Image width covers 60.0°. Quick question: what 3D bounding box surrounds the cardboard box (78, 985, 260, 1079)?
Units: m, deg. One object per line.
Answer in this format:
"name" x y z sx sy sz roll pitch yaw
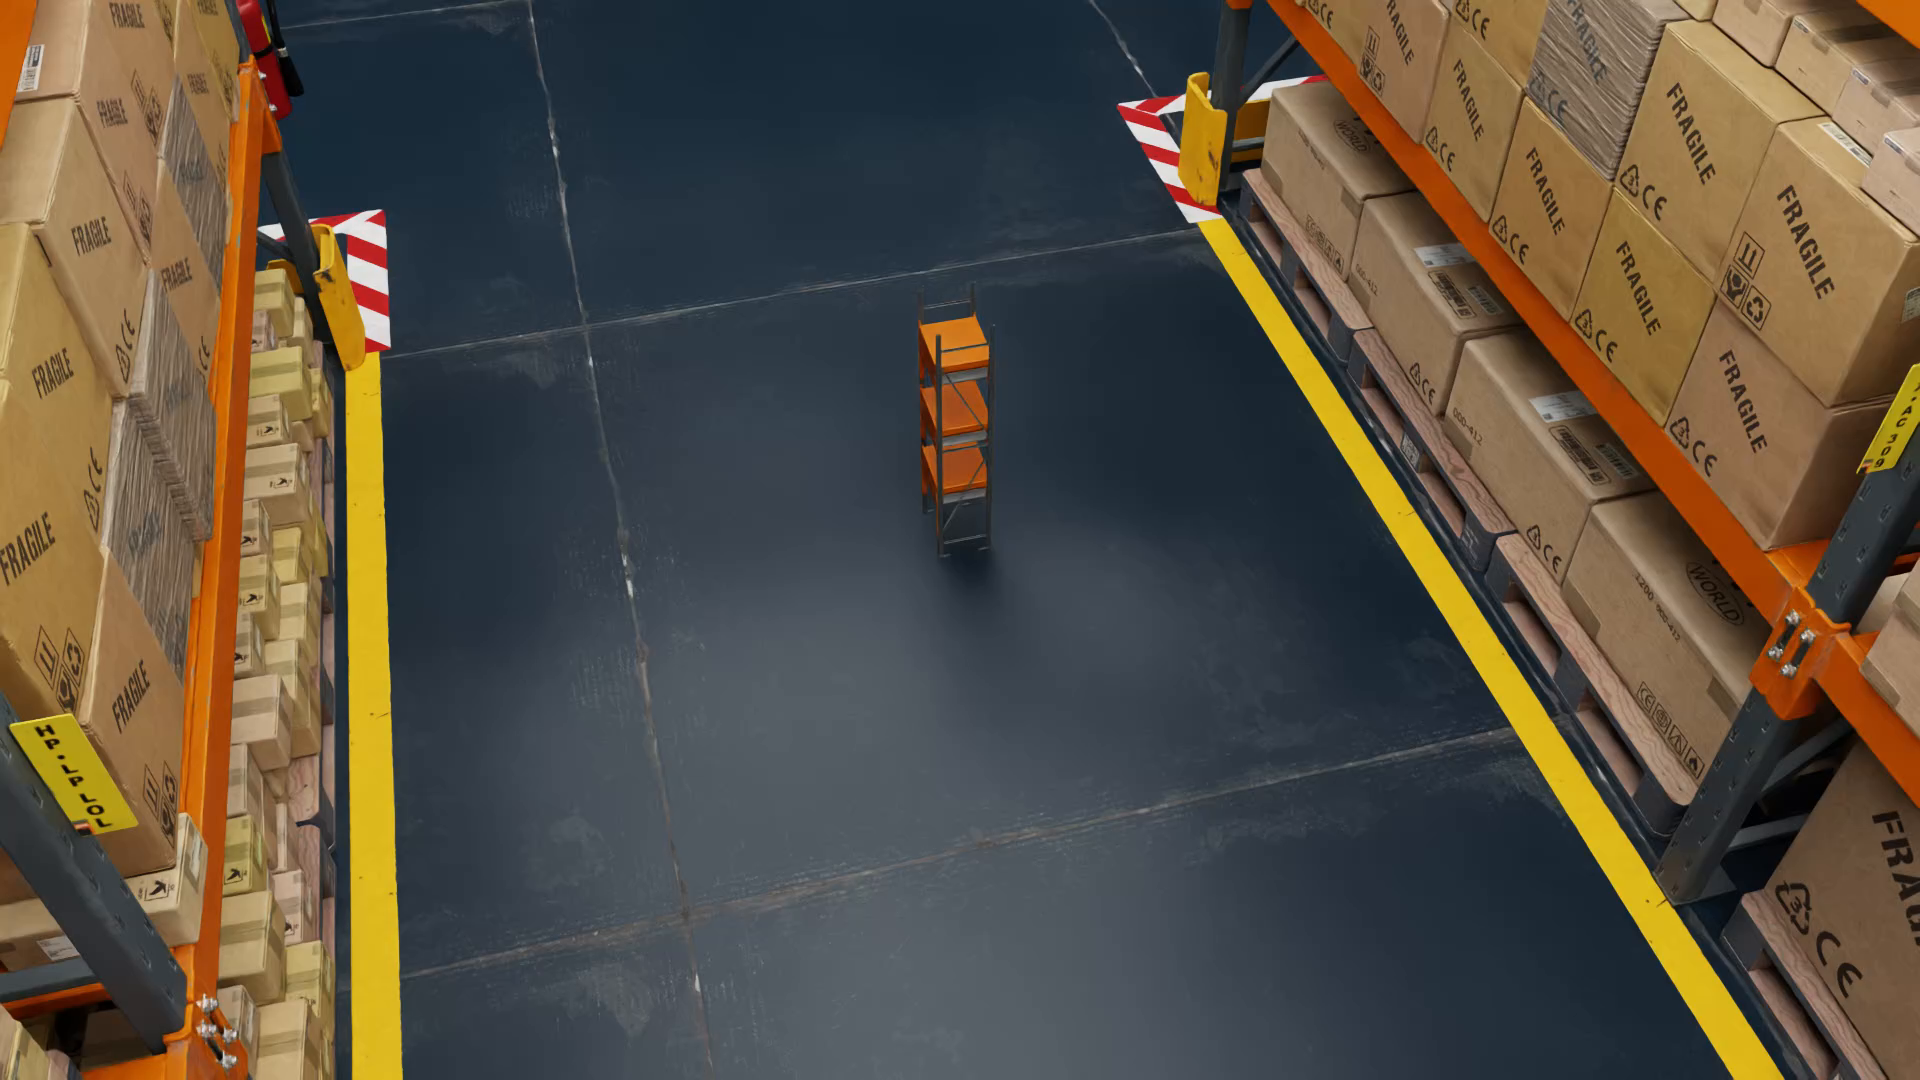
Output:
"cardboard box" -1.980 1.294 4.167 0.380 0.149 0.250 -9 46 -9

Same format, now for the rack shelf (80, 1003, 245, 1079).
"rack shelf" -1.580 2.560 2.145 1.077 0.370 4.000 -11 47 -10

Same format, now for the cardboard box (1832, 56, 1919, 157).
"cardboard box" 2.318 -1.016 3.921 0.380 0.149 0.250 -10 46 -9

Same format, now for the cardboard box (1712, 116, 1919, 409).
"cardboard box" 2.280 -0.708 4.073 0.500 0.500 0.500 -11 47 -11

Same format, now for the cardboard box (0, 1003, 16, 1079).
"cardboard box" -1.800 0.901 2.732 0.380 0.149 0.250 -9 46 -8

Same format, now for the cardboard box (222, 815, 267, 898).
"cardboard box" -2.105 0.928 4.526 0.380 0.149 0.250 -11 47 -11

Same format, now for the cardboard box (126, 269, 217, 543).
"cardboard box" -2.203 -0.295 4.160 0.500 0.500 0.500 -12 47 -11

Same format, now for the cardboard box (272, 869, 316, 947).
"cardboard box" -2.057 1.122 4.752 0.380 0.149 0.250 -11 47 -11

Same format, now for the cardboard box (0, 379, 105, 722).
"cardboard box" -1.972 0.082 3.091 0.500 0.500 0.500 -10 46 -9

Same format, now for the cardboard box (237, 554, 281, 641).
"cardboard box" -2.355 0.211 5.229 0.380 0.149 0.250 -10 47 -10

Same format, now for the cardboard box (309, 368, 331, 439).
"cardboard box" -2.616 -0.499 6.341 0.380 0.149 0.250 -9 46 -9

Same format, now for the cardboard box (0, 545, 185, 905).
"cardboard box" -1.975 0.400 3.479 0.500 0.500 0.500 -11 47 -11

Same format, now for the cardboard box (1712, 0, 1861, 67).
"cardboard box" 2.182 -1.361 4.260 0.380 0.149 0.250 -11 47 -11

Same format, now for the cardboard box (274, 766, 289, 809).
"cardboard box" -2.272 0.777 5.091 0.380 0.149 0.250 -13 47 -12

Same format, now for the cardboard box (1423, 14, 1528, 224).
"cardboard box" 1.902 -1.419 5.470 0.500 0.500 0.500 -9 46 -9

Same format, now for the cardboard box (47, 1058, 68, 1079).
"cardboard box" -1.799 1.106 2.948 0.380 0.149 0.250 -12 47 -11

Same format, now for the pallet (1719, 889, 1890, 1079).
"pallet" 2.938 1.447 4.684 1.003 0.211 1.213 -11 47 -10

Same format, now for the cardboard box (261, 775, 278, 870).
"cardboard box" -2.190 0.858 4.802 0.380 0.149 0.250 -13 47 -12

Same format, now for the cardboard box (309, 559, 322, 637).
"cardboard box" -2.379 0.224 5.632 0.380 0.149 0.250 -10 46 -10

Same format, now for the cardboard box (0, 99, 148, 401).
"cardboard box" -2.218 -0.627 3.785 0.500 0.500 0.500 -10 46 -10

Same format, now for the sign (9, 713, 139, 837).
"sign" -1.556 0.418 2.929 0.100 0.325 0.005 -11 47 -10

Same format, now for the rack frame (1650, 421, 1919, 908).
"rack frame" 2.667 -0.048 4.196 1.000 3.000 0.127 -11 47 -10

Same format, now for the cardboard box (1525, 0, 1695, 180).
"cardboard box" 2.018 -1.409 4.761 0.500 0.500 0.500 -10 46 -10

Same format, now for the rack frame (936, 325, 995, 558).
"rack frame" 0.018 -0.320 5.829 0.200 1.050 0.008 -11 47 -10

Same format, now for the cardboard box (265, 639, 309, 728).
"cardboard box" -2.241 0.478 5.175 0.380 0.149 0.250 -11 47 -11

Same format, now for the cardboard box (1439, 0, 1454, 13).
"cardboard box" 1.769 -2.101 5.439 0.500 0.500 0.500 -11 47 -11

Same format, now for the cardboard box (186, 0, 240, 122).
"cardboard box" -2.752 -1.710 5.548 0.500 0.500 0.500 -10 46 -9

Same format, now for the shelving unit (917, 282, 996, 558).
"shelving unit" -0.014 -0.404 5.911 0.215 1.050 0.252 -11 47 -10

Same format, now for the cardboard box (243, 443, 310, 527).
"cardboard box" -2.410 -0.167 5.599 0.380 0.149 0.250 -9 46 -9

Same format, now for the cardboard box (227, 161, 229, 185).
"cardboard box" -2.653 -1.224 5.525 0.380 0.149 0.250 -11 47 -11

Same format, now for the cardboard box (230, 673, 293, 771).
"cardboard box" -2.180 0.561 4.886 0.380 0.149 0.250 -10 46 -9

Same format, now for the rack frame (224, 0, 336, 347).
"rack frame" -3.116 -1.834 5.947 1.000 3.000 0.127 -11 47 -10

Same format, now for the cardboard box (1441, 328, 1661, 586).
"cardboard box" 2.381 -0.369 6.011 0.875 0.438 0.875 -12 47 -11

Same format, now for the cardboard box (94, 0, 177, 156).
"cardboard box" -2.487 -1.346 4.490 0.500 0.500 0.500 -9 46 -8

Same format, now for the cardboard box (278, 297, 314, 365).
"cardboard box" -2.705 -0.775 6.403 0.380 0.149 0.250 -12 47 -11

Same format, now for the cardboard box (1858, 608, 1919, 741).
"cardboard box" 2.525 0.357 3.905 0.500 0.250 0.500 -12 47 -11

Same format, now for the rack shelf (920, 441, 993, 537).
"rack shelf" -0.014 -0.202 6.117 0.215 0.259 0.240 -11 47 -10

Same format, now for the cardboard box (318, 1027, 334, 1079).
"cardboard box" -1.875 1.468 4.413 0.380 0.149 0.250 -13 47 -12

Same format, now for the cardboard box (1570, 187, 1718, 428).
"cardboard box" 2.164 -0.710 4.776 0.500 0.500 0.500 -12 47 -11

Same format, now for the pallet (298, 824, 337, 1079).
"pallet" -2.298 1.446 4.685 1.003 0.211 1.213 -11 47 -10

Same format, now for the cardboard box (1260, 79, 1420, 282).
"cardboard box" 1.909 -1.622 7.239 0.875 0.438 0.875 -12 47 -12

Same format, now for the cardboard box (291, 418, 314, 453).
"cardboard box" -2.570 -0.417 6.052 0.380 0.149 0.250 -12 47 -12

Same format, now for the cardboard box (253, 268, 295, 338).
"cardboard box" -2.735 -0.873 6.290 0.380 0.149 0.250 -10 46 -10

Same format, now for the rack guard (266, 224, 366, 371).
"rack guard" -3.096 -0.907 6.789 1.175 0.500 0.348 -11 47 -10

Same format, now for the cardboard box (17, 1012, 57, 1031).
"cardboard box" -2.538 1.203 4.257 0.380 0.149 0.250 -10 46 -10

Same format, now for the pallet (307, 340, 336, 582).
"pallet" -2.923 -0.239 6.336 1.003 0.211 1.213 -11 47 -10

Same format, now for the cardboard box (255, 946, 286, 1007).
"cardboard box" -2.027 1.207 4.461 0.380 0.149 0.250 -10 46 -10

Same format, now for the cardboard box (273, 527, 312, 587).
"cardboard box" -2.377 0.119 5.527 0.380 0.149 0.250 -9 46 -8

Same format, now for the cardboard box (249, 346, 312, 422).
"cardboard box" -2.537 -0.533 5.958 0.380 0.149 0.250 -12 47 -11

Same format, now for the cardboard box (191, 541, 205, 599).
"cardboard box" -2.170 0.046 4.281 0.380 0.149 0.250 -10 46 -10

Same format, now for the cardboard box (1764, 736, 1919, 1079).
"cardboard box" 2.903 0.963 4.400 0.875 0.875 0.875 -9 46 -9

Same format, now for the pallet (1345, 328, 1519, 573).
"pallet" 2.232 -0.455 6.548 1.003 0.211 1.213 -11 47 -10

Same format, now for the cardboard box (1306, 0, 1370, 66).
"cardboard box" 1.645 -2.116 6.154 0.500 0.500 0.500 -11 47 -11

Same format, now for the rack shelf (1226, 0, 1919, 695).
"rack shelf" 2.155 -1.177 5.807 1.077 0.370 4.000 -11 47 -10

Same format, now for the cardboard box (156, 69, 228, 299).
"cardboard box" -2.486 -1.005 4.857 0.500 0.500 0.500 -11 47 -10
